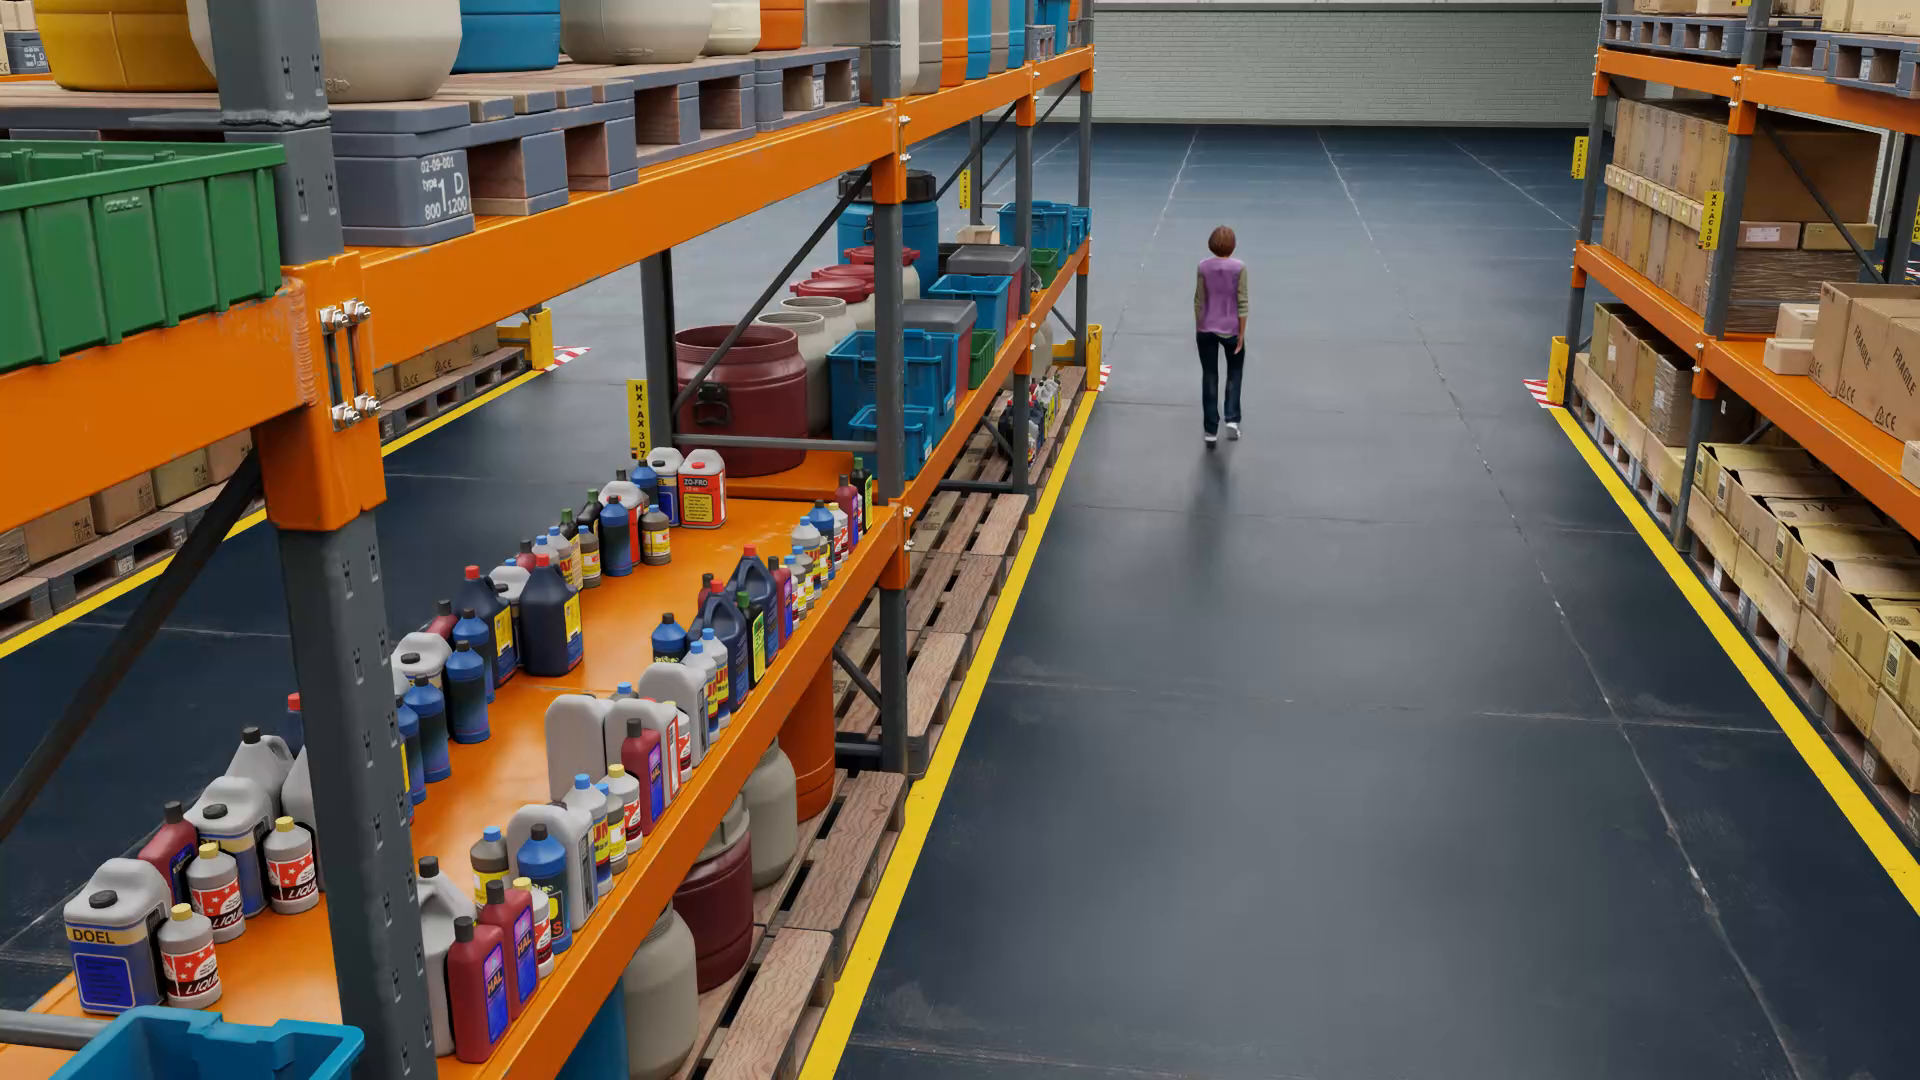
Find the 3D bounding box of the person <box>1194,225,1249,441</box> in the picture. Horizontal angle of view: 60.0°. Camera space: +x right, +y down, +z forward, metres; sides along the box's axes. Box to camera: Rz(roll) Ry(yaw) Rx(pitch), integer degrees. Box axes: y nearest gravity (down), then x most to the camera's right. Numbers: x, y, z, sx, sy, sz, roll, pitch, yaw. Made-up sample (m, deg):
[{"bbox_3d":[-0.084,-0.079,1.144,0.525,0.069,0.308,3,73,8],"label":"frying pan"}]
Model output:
[{"bbox_3d":[1.932,-1.514,12.364,0.414,1.649,0.575,4,18,12],"label":"person"}]
